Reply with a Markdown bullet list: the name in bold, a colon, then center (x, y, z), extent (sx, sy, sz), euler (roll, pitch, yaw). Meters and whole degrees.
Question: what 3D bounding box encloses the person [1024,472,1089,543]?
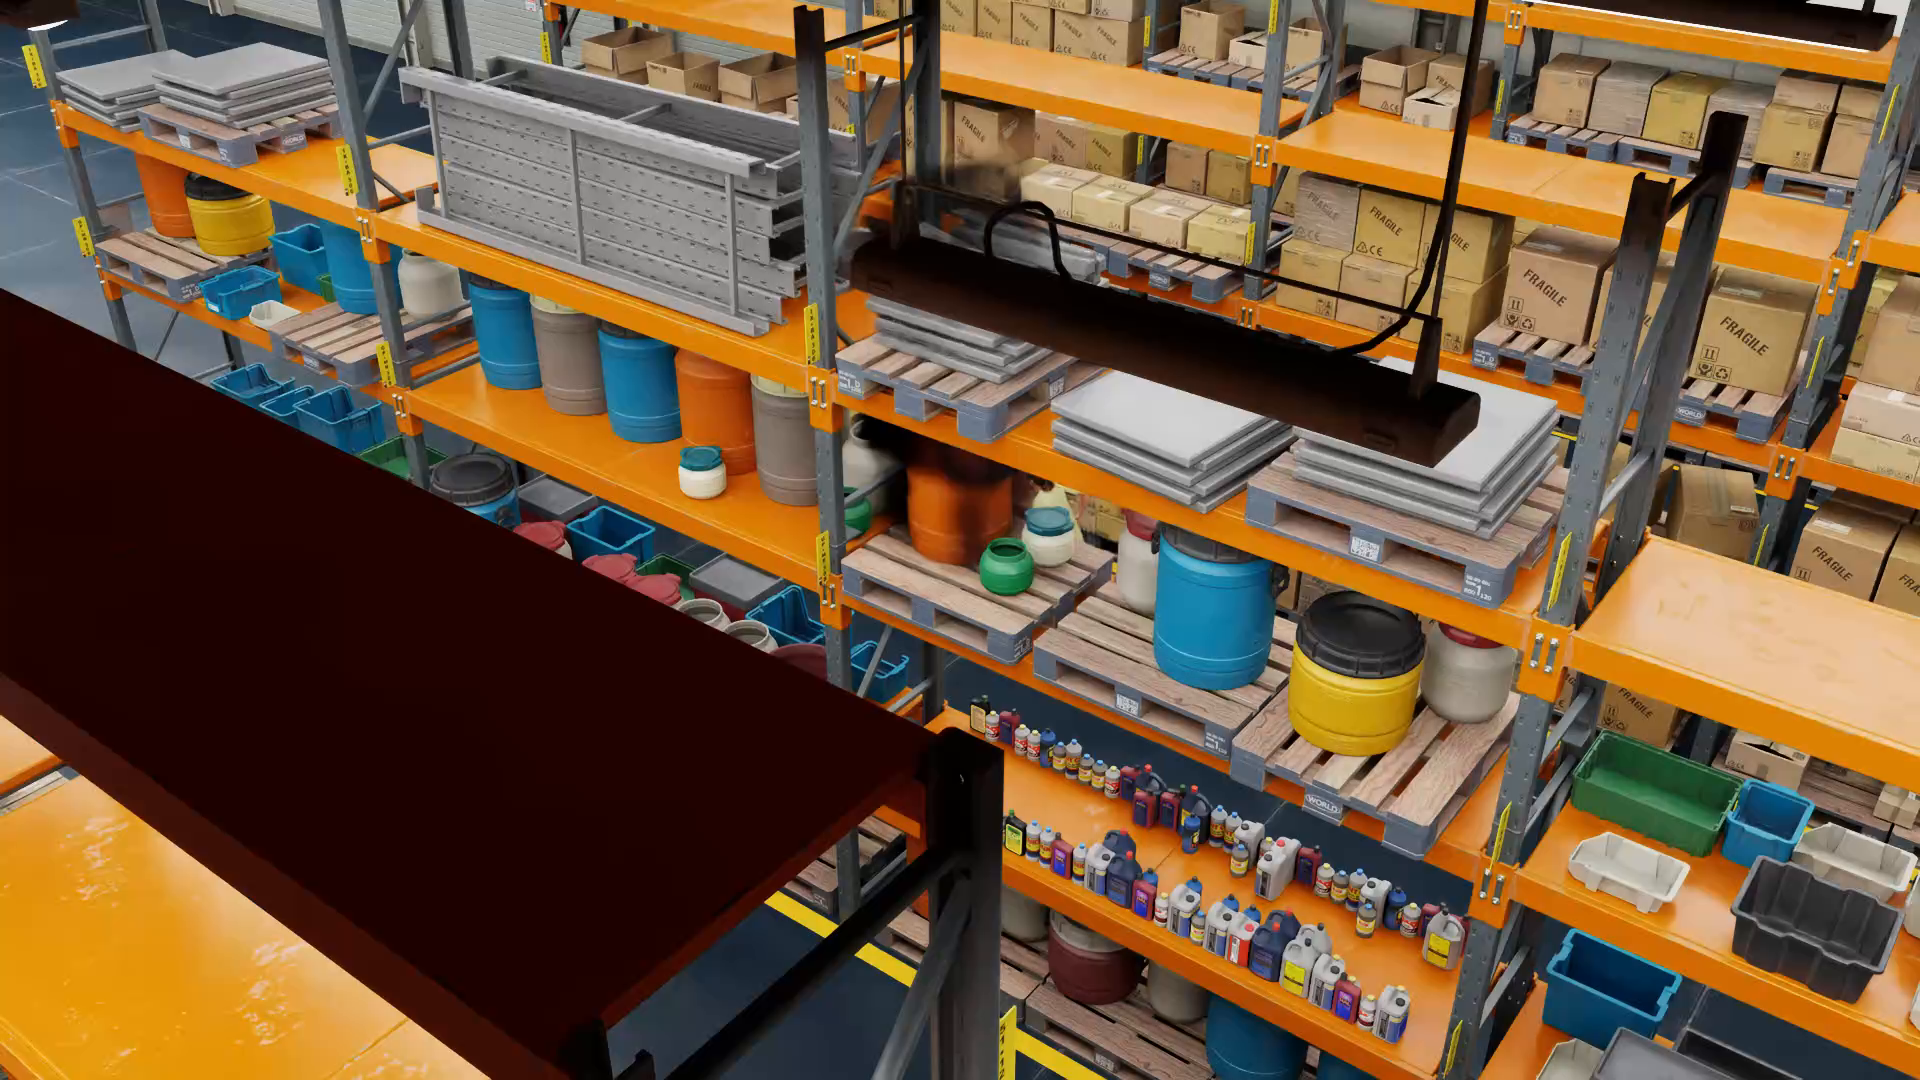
- **person**: center (0.914, 0.164, 13.529), extent (0.967, 1.630, 0.622), euler (21, 37, 30)
